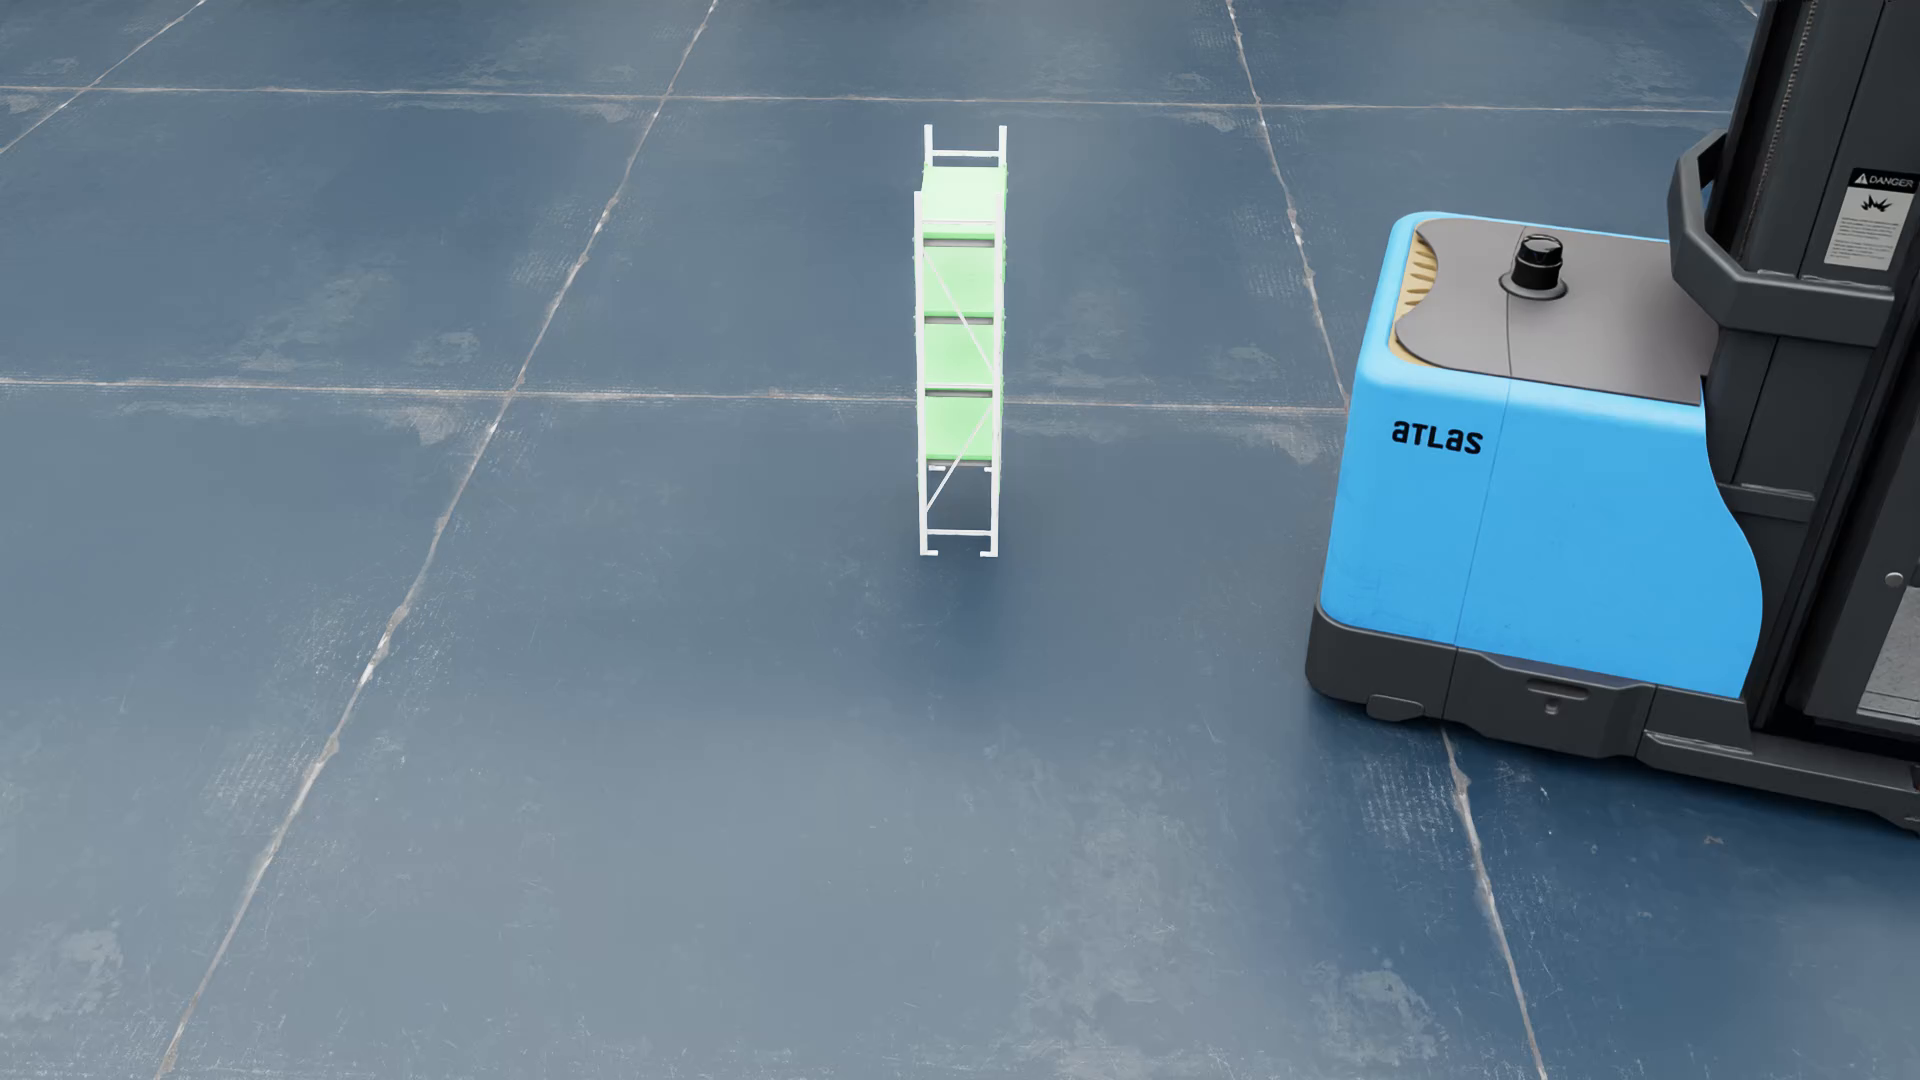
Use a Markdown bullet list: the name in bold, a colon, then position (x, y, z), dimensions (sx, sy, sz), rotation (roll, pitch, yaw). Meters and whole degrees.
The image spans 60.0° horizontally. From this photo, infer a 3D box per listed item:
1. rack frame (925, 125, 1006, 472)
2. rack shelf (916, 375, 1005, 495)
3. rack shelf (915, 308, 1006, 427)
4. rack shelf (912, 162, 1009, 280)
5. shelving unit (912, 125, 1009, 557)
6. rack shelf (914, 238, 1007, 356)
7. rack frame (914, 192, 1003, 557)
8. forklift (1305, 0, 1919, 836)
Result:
- **rack frame**: position (0.016, -0.726, 5.240), dimensions (0.240, 1.200, 0.015), rotation (1, 35, 2)
- **rack shelf**: position (0.007, -0.337, 5.215), dimensions (0.258, 0.148, 0.480), rotation (1, 35, 2)
- **rack shelf**: position (0.007, -0.534, 5.077), dimensions (0.258, 0.148, 0.480), rotation (1, 35, 2)
- **rack shelf**: position (0.007, -0.926, 4.801), dimensions (0.258, 0.148, 0.480), rotation (1, 35, 2)
- **shelving unit**: position (0.007, -0.586, 5.040), dimensions (0.258, 1.200, 0.503), rotation (1, 35, 2)
- **rack shelf**: position (0.007, -0.730, 4.939), dimensions (0.258, 0.148, 0.480), rotation (1, 35, 2)
- **rack frame**: position (-0.003, -0.446, 4.841), dimensions (0.240, 1.200, 0.015), rotation (1, 35, 2)
- **forklift**: position (2.528, -0.748, 3.766), dimensions (3.031, 2.935, 1.130), rotation (10, 36, 14)
